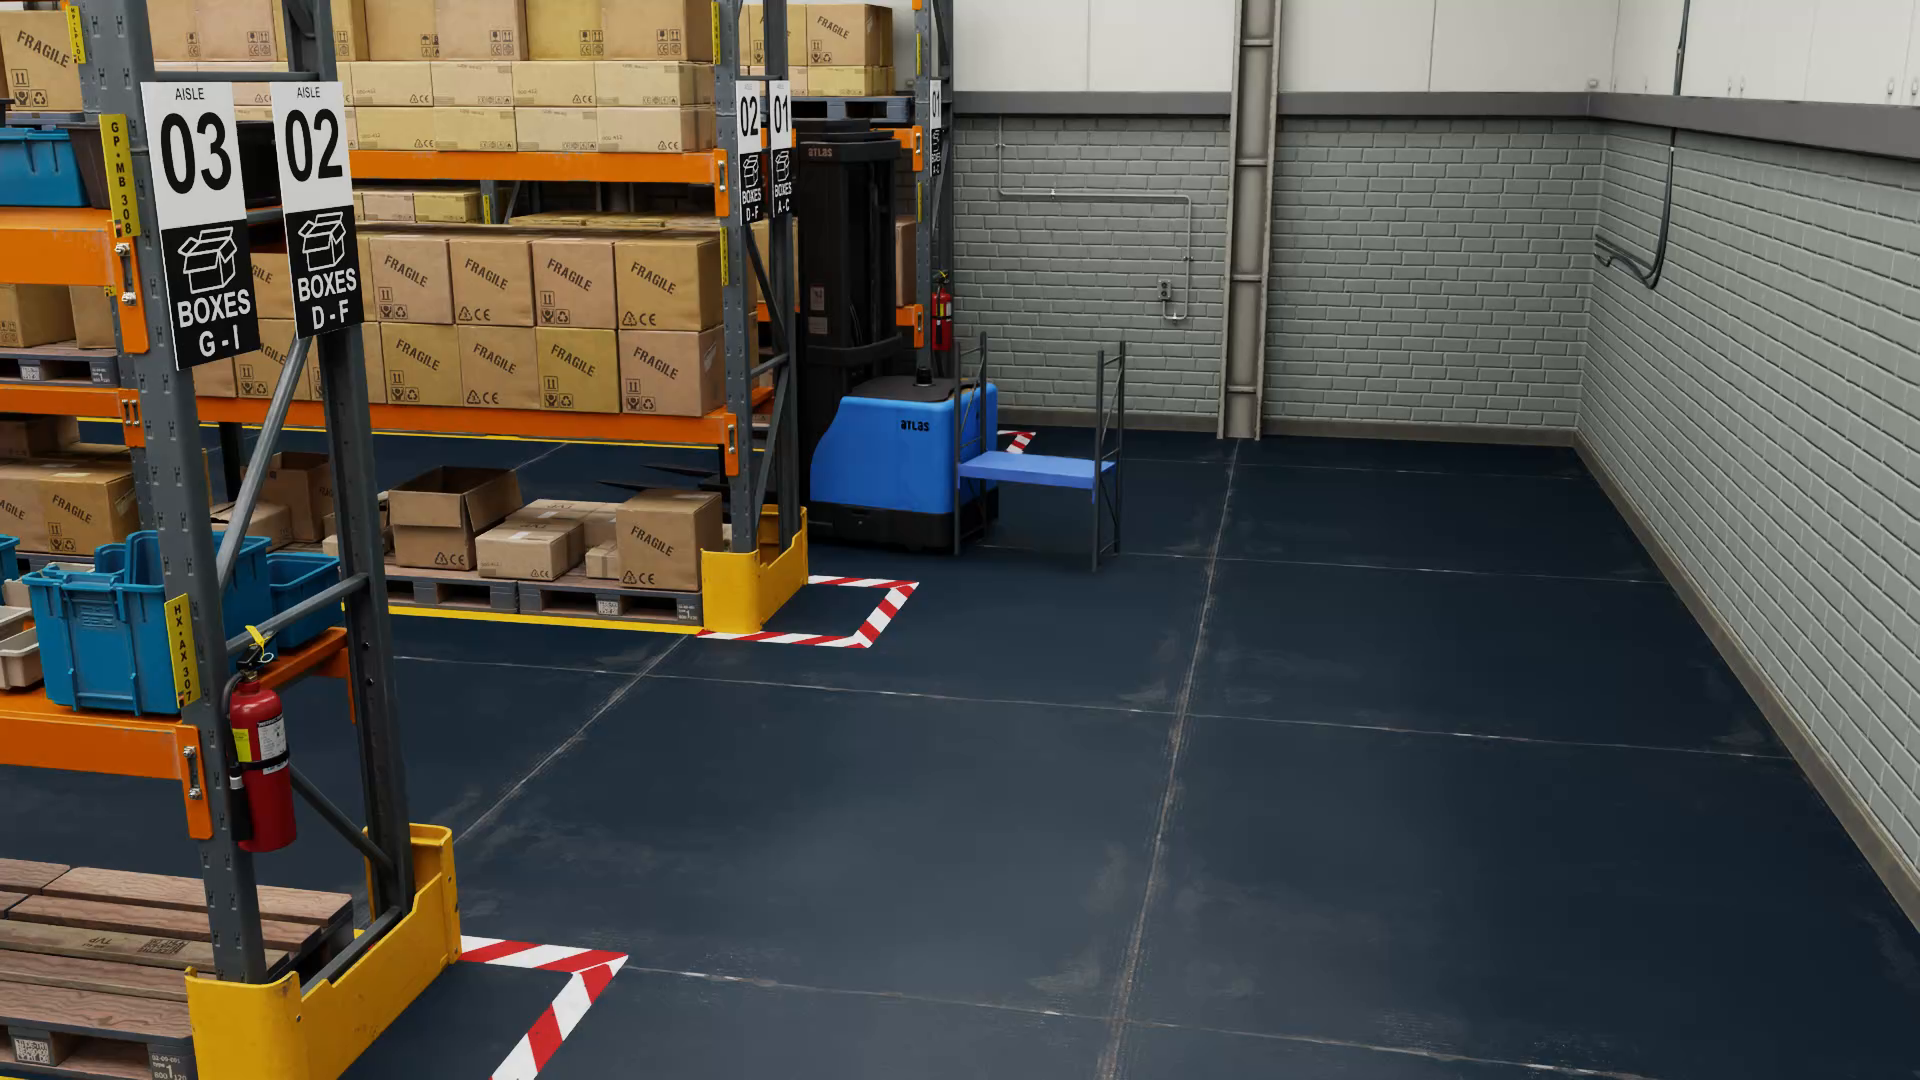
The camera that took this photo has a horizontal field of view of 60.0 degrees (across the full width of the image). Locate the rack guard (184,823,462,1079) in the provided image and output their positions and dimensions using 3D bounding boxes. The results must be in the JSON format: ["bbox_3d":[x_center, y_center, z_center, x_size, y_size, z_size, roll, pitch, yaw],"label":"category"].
[{"bbox_3d":[-2.164,1.463,5.774,0.348,0.500,1.175,3,16,11],"label":"rack guard"}]

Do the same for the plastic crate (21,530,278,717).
[{"bbox_3d":[-2.556,0.246,5.308,0.499,0.435,0.616,3,16,11],"label":"plastic crate"}]

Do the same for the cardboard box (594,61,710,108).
[{"bbox_3d":[-1.754,-2.610,9.520,0.500,0.250,0.500,3,16,11],"label":"cardboard box"}]

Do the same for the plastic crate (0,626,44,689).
[{"bbox_3d":[-3.026,0.363,5.445,0.243,0.136,0.396,3,16,11],"label":"plastic crate"}]

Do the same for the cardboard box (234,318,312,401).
[{"bbox_3d":[-4.172,-1.171,10.414,0.500,0.500,0.500,3,16,12],"label":"cardboard box"}]

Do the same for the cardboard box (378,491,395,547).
[{"bbox_3d":[-3.770,-0.168,11.192,0.500,0.311,0.500,3,16,11],"label":"cardboard box"}]

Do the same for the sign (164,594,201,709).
[{"bbox_3d":[-2.284,0.327,4.888,0.005,0.325,0.100,3,16,11],"label":"sign"}]

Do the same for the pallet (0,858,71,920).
[{"bbox_3d":[-4.183,1.485,6.236,1.213,0.211,1.003,3,16,11],"label":"pallet"}]

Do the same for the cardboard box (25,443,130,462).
[{"bbox_3d":[-6.070,-0.370,11.568,0.500,0.500,0.500,3,16,12],"label":"cardboard box"}]

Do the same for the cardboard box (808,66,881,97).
[{"bbox_3d":[-0.987,-3.924,14.229,0.500,0.250,0.500,4,16,13],"label":"cardboard box"}]

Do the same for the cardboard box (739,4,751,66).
[{"bbox_3d":[-1.989,-4.339,14.320,0.500,0.500,0.500,2,16,9],"label":"cardboard box"}]

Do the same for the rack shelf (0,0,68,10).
[{"bbox_3d":[-10.016,-5.215,16.057,4.000,0.370,1.077,3,16,11],"label":"rack shelf"}]

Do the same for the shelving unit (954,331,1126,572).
[{"bbox_3d":[0.541,-0.621,11.425,1.048,1.500,0.538,7,17,23],"label":"shelving unit"}]

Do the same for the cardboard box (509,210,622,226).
[{"bbox_3d":[-3.608,-2.655,15.397,0.700,0.700,0.980,3,16,12],"label":"cardboard box"}]

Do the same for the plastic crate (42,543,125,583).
[{"bbox_3d":[-3.012,0.178,5.932,0.300,0.233,0.416,3,16,11],"label":"plastic crate"}]

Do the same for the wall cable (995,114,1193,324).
[{"bbox_3d":[1.227,-3.000,15.300,1.851,1.984,0.084,3,16,11],"label":"wall cable"}]

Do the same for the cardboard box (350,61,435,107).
[{"bbox_3d":[-3.225,-2.689,9.806,0.500,0.250,0.500,3,16,11],"label":"cardboard box"}]

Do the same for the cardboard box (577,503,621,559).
[{"bbox_3d":[-2.166,-0.052,10.886,0.500,0.250,0.500,3,16,11],"label":"cardboard box"}]

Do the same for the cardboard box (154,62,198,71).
[{"bbox_3d":[-4.693,-2.771,10.103,0.500,0.250,0.500,3,16,11],"label":"cardboard box"}]

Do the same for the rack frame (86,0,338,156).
[{"bbox_3d":[-2.191,-2.631,4.632,0.127,3.000,1.000,3,16,11],"label":"rack frame"}]

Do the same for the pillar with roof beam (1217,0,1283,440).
[{"bbox_3d":[1.744,-4.179,10.220,0.400,9.000,9.100,3,16,11],"label":"pillar with roof beam"}]

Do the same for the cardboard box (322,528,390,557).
[{"bbox_3d":[-3.902,0.028,10.756,0.250,0.166,0.380,3,16,11],"label":"cardboard box"}]

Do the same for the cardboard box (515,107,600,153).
[{"bbox_3d":[-2.244,-2.396,9.685,0.500,0.250,0.500,3,16,11],"label":"cardboard box"}]

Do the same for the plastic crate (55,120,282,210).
[{"bbox_3d":[-2.512,-1.215,5.387,0.590,0.269,0.497,3,16,11],"label":"plastic crate"}]

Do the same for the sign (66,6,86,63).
[{"bbox_3d":[-5.227,-2.987,9.831,0.005,0.325,0.100,3,16,11],"label":"sign"}]

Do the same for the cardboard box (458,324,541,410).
[{"bbox_3d":[-2.690,-1.091,10.123,0.500,0.500,0.500,3,16,12],"label":"cardboard box"}]

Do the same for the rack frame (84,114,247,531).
[{"bbox_3d":[-5.120,-1.248,10.878,0.127,3.000,1.000,3,16,11],"label":"rack frame"}]

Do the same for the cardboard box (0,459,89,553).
[{"bbox_3d":[-6.143,-0.235,11.080,0.500,0.500,0.500,3,16,11],"label":"cardboard box"}]

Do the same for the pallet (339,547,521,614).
[{"bbox_3d":[-3.248,0.197,10.885,1.213,0.211,1.003,3,16,11],"label":"pallet"}]

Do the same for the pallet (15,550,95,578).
[{"bbox_3d":[-5.924,0.063,11.371,1.213,0.211,1.003,3,16,11],"label":"pallet"}]

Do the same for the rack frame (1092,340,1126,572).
[{"bbox_3d":[1.007,-0.567,11.230,0.032,1.500,0.500,7,17,23],"label":"rack frame"}]

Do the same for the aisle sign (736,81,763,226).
[{"bbox_3d":[-1.194,-2.204,9.460,0.004,0.787,0.394,3,16,11],"label":"aisle sign"}]

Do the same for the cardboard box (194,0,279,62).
[{"bbox_3d":[-4.174,-3.144,10.043,0.500,0.500,0.700,3,16,11],"label":"cardboard box"}]

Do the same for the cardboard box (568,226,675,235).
[{"bbox_3d":[-2.096,-1.683,10.390,0.500,0.500,0.500,3,16,12],"label":"cardboard box"}]

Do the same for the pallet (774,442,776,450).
[{"bbox_3d":[-1.016,-1.009,15.240,1.213,0.211,1.003,3,16,11],"label":"pallet"}]

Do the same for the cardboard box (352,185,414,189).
[{"bbox_3d":[-5.541,-3.251,15.921,0.500,0.250,0.500,3,16,9],"label":"cardboard box"}]

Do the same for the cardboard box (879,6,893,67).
[{"bbox_3d":[-0.884,-4.418,14.607,0.500,0.500,0.500,2,16,9],"label":"cardboard box"}]

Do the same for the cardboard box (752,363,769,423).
[{"bbox_3d":[-1.906,-1.393,15.298,0.500,0.500,0.700,3,16,9],"label":"cardboard box"}]

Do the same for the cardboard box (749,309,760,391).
[{"bbox_3d":[-1.582,-1.176,10.430,0.500,0.500,0.500,3,16,12],"label":"cardboard box"}]

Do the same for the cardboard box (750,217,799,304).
[{"bbox_3d":[-1.433,-2.536,14.966,0.700,0.700,0.980,3,16,11],"label":"cardboard box"}]

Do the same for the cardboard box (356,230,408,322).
[{"bbox_3d":[-3.705,-1.624,10.177,0.500,0.500,0.500,3,16,9],"label":"cardboard box"}]

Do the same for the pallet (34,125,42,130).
[{"bbox_3d":[-6.762,-2.710,10.890,1.003,0.211,1.213,3,16,11],"label":"pallet"}]

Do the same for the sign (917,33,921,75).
[{"bbox_3d":[-0.338,-4.024,13.771,0.005,0.325,0.100,3,16,11],"label":"sign"}]

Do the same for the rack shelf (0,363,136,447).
[{"bbox_3d":[-7.080,-1.008,11.358,4.000,0.370,1.077,3,16,11],"label":"rack shelf"}]

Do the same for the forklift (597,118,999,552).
[{"bbox_3d":[-1.277,-1.569,12.166,3.031,2.935,1.130,7,17,23],"label":"forklift"}]

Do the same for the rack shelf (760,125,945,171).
[{"bbox_3d":[-2.176,-3.536,14.868,4.000,0.370,1.077,3,16,11],"label":"rack shelf"}]

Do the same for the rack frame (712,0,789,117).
[{"bbox_3d":[-1.200,-3.926,9.309,0.127,3.000,1.000,3,16,11],"label":"rack frame"}]

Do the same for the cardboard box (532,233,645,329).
[{"bbox_3d":[-2.186,-1.543,9.885,0.500,0.500,0.500,4,16,13],"label":"cardboard box"}]

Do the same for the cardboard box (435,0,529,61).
[{"bbox_3d":[-2.691,-3.081,9.816,0.500,0.500,0.700,3,16,11],"label":"cardboard box"}]

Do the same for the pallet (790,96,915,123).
[{"bbox_3d":[-0.945,-3.771,14.532,1.213,0.211,1.003,3,16,11],"label":"pallet"}]

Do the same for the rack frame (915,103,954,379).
[{"bbox_3d":[-0.216,-2.331,14.788,0.127,3.000,1.000,3,16,11],"label":"rack frame"}]

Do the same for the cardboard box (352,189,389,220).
[{"bbox_3d":[-5.644,-3.121,15.454,0.500,0.250,0.500,3,16,12],"label":"cardboard box"}]

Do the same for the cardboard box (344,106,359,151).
[{"bbox_3d":[-3.714,-2.476,9.973,0.500,0.250,0.500,3,16,11],"label":"cardboard box"}]

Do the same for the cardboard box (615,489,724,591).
[{"bbox_3d":[-1.782,-0.007,10.256,0.500,0.500,0.500,3,16,11],"label":"cardboard box"}]

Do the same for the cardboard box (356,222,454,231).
[{"bbox_3d":[-3.576,-1.765,10.686,0.500,0.500,0.500,3,16,12],"label":"cardboard box"}]

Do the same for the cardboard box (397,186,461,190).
[{"bbox_3d":[-5.049,-3.225,15.829,0.500,0.250,0.500,3,16,12],"label":"cardboard box"}]

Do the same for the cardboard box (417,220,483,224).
[{"bbox_3d":[-4.639,-2.704,15.352,0.500,0.500,0.500,3,16,10],"label":"cardboard box"}]

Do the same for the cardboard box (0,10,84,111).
[{"bbox_3d":[-5.599,-3.038,10.561,0.600,0.600,0.600,2,16,6],"label":"cardboard box"}]
